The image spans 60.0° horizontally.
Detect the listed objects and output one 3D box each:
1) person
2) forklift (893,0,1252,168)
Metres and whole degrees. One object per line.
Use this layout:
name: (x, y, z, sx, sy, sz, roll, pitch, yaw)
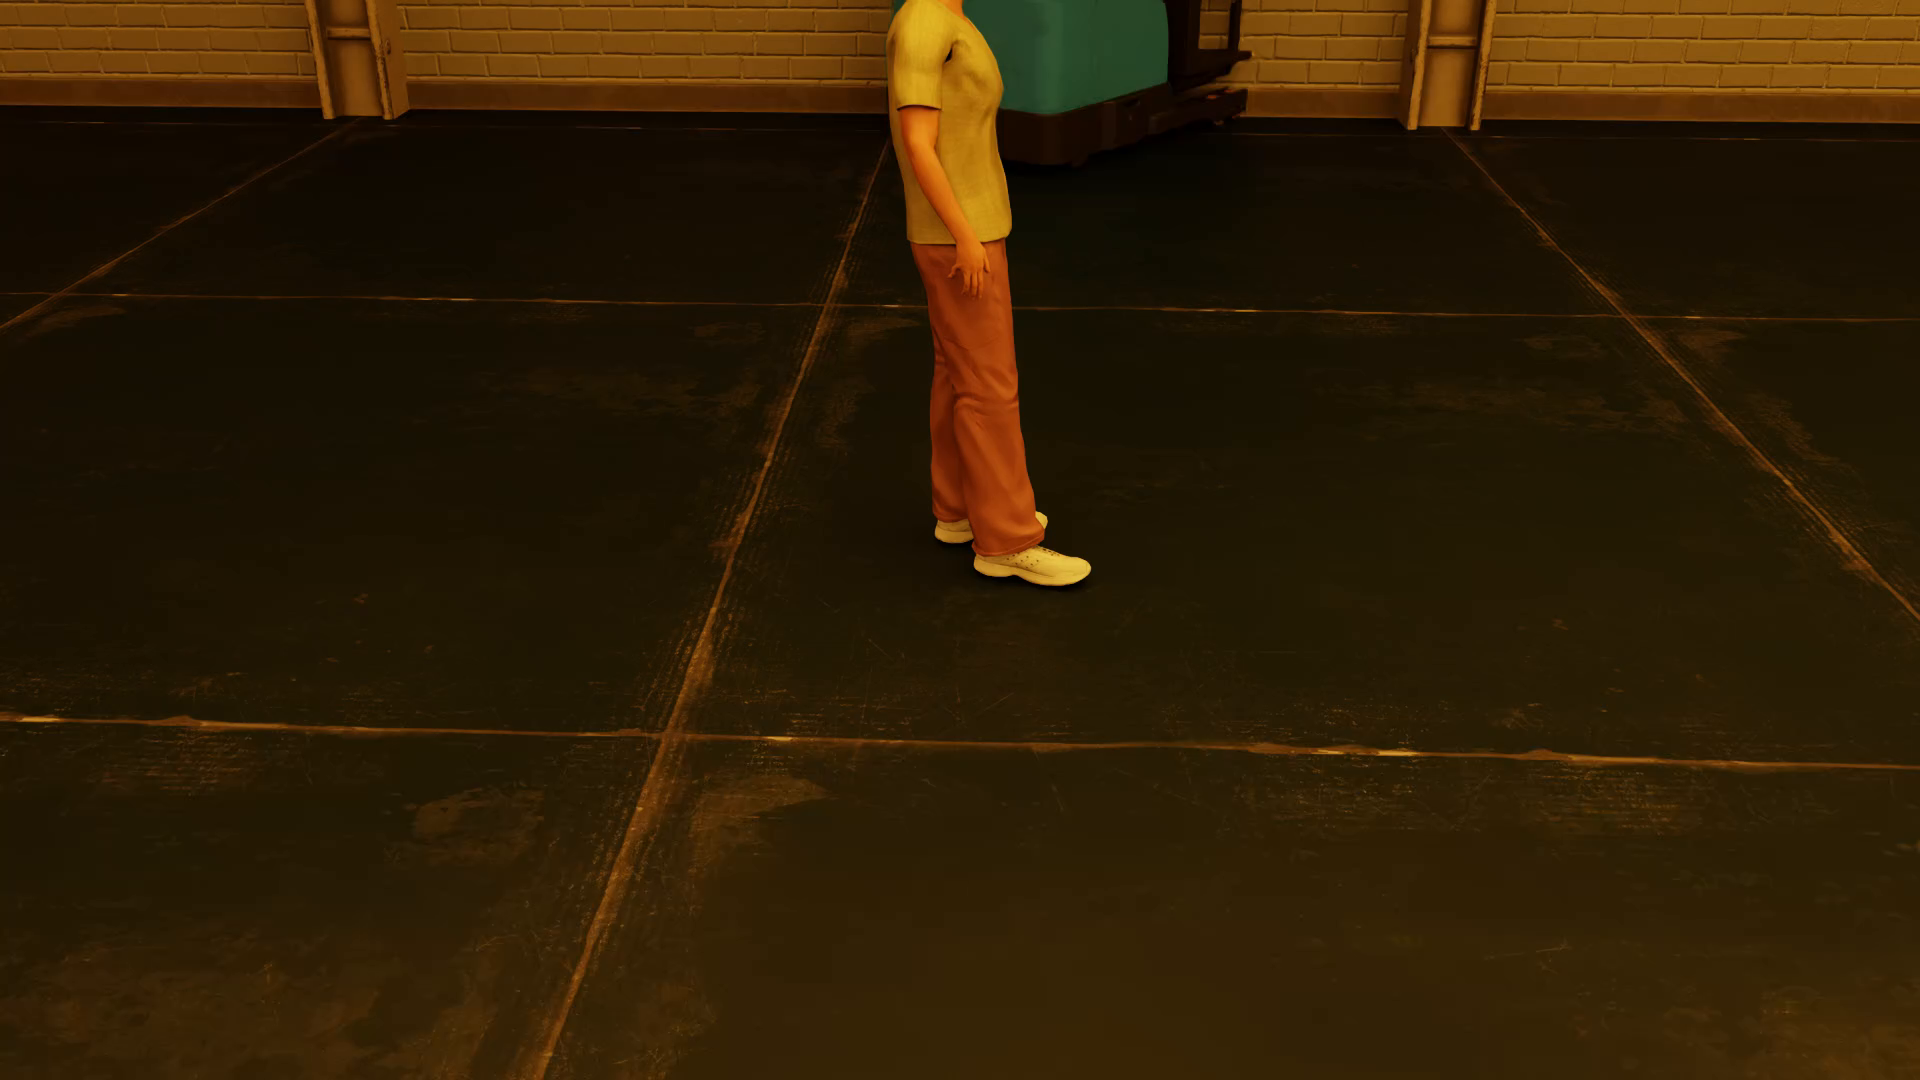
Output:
person: (0.074, -0.752, 4.134, 0.548, 1.673, 0.553, 1, 26, 2)
forklift: (0.946, -3.709, 8.729, 1.130, 2.935, 3.031, 19, 32, 33)
